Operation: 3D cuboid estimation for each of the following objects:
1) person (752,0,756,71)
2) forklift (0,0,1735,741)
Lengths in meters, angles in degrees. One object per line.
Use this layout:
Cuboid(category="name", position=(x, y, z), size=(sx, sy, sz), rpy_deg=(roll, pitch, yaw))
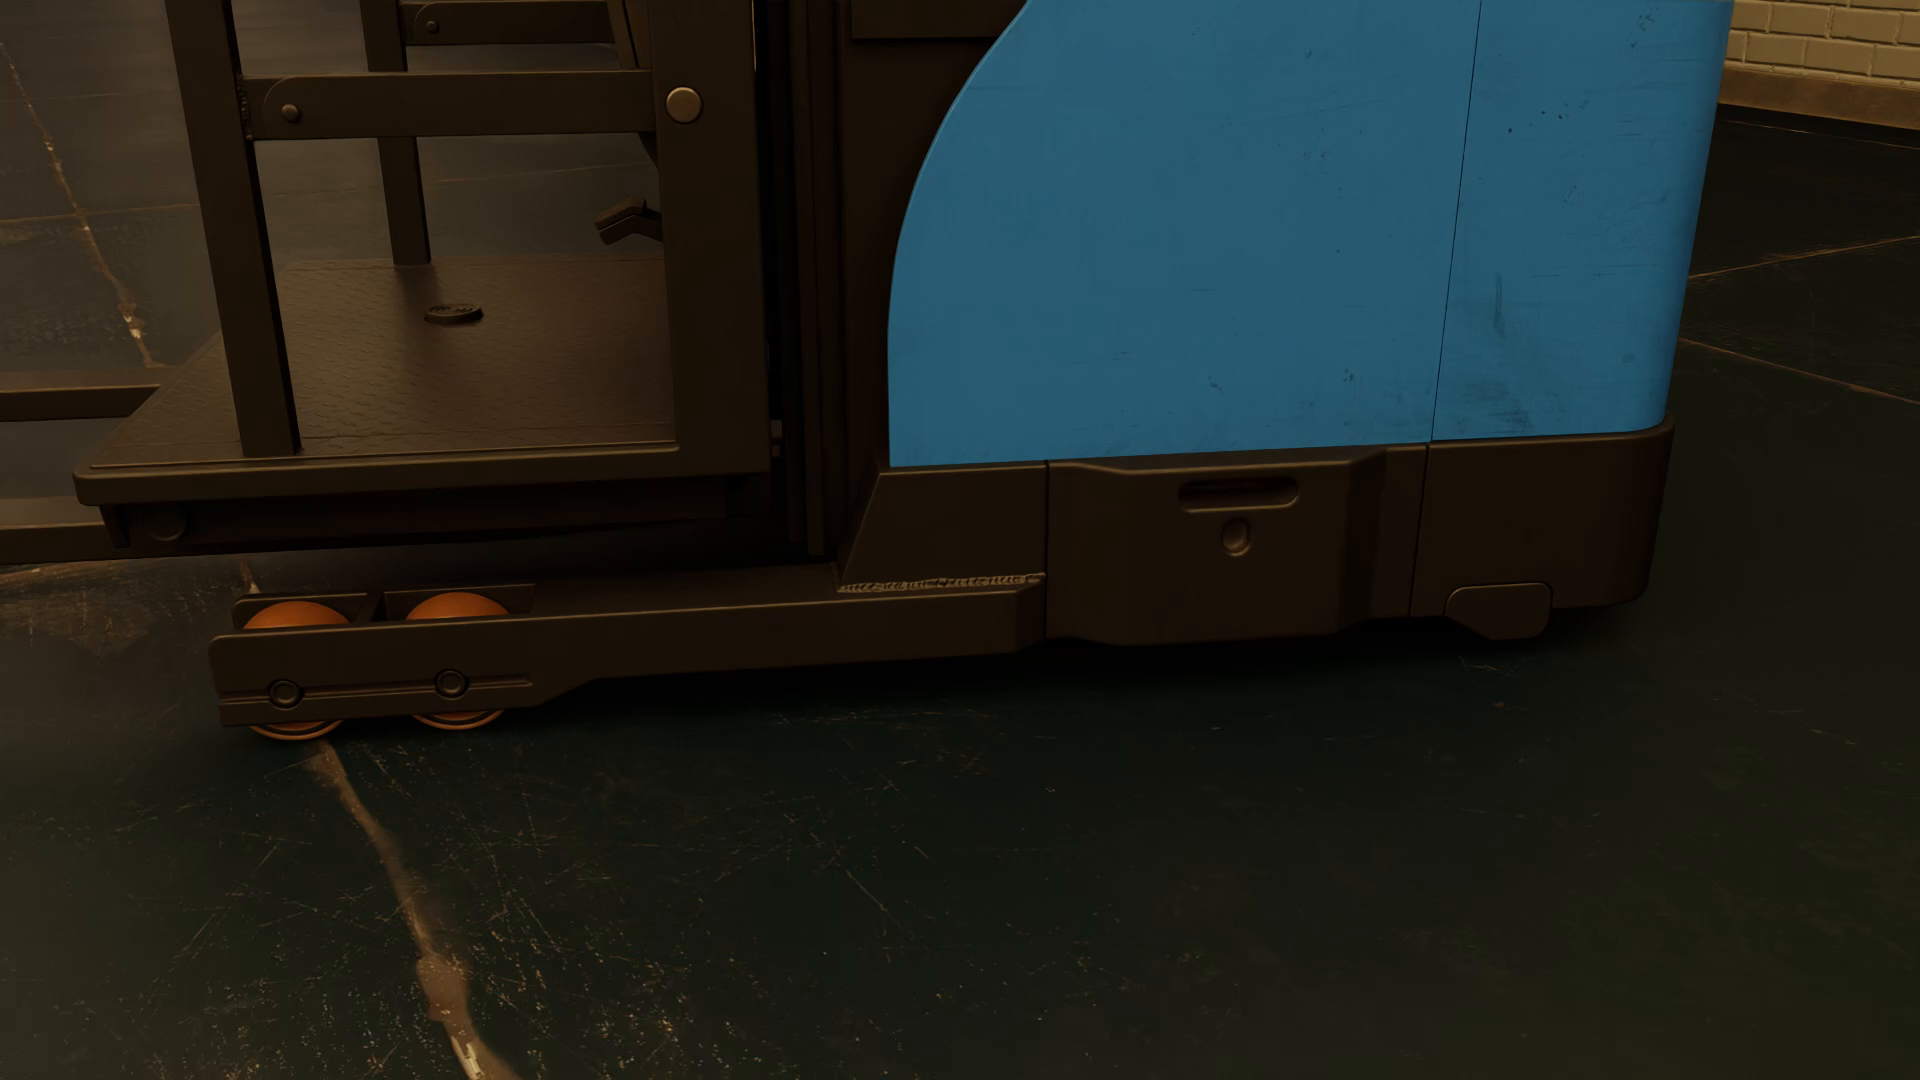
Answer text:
Cuboid(category="person", position=(-0.559, -1.546, 4.309), size=(0.371, 1.592, 0.523), rpy_deg=(-6, 23, -15))
Cuboid(category="forklift", position=(-0.604, -1.324, 2.001), size=(3.031, 2.935, 1.130), rpy_deg=(-3, 22, -7))
